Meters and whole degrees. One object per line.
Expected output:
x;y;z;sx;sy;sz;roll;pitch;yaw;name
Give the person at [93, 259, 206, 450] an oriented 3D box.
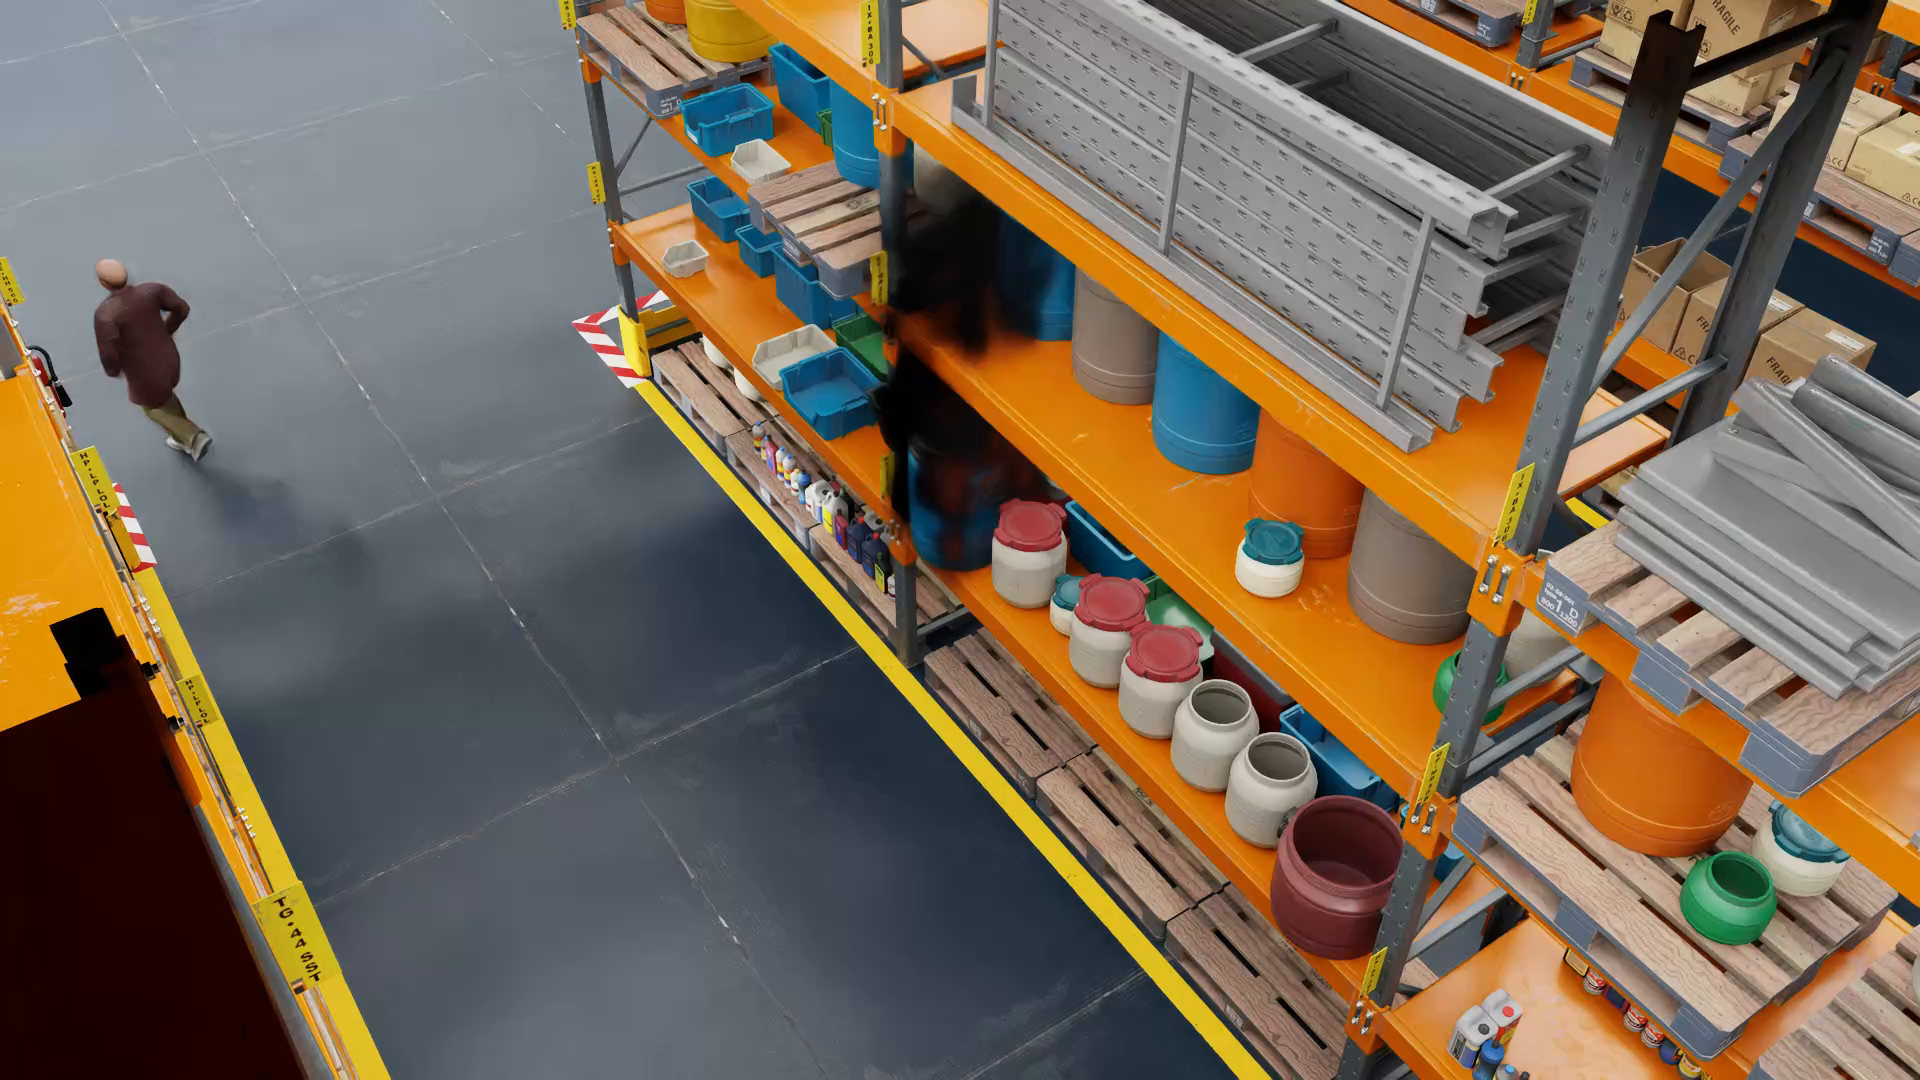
-5.734;-1.276;11.824;0.646;1.653;0.740;21;47;21;person
